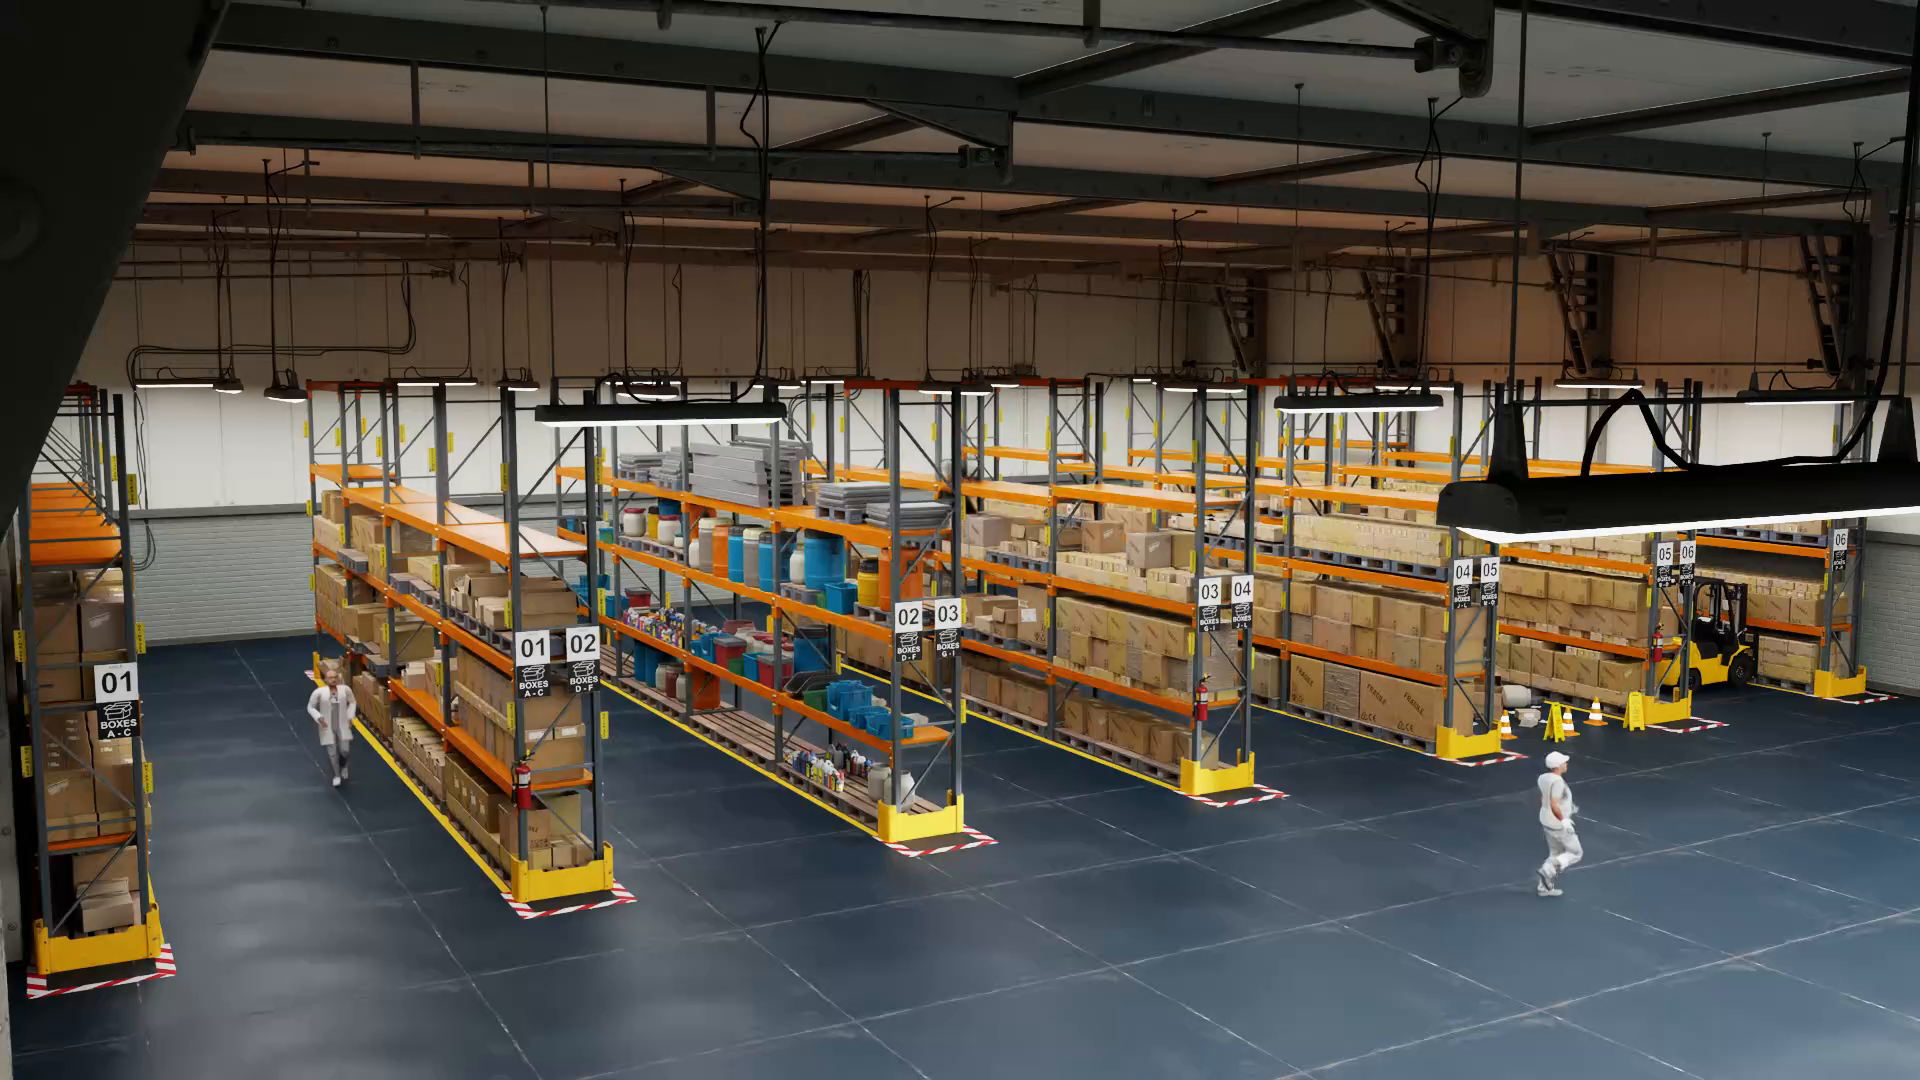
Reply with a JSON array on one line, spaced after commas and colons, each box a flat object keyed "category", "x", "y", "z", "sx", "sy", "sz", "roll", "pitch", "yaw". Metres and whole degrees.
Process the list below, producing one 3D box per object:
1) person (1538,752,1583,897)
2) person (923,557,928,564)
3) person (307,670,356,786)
[{"category": "person", "x": 7.110, "y": 3.369, "z": 19.724, "sx": 0.587, "sy": 1.739, "sz": 0.656, "roll": -1, "pitch": 6, "yaw": -8}, {"category": "person", "x": -1.007, "y": 1.175, "z": 40.499, "sx": 0.716, "sy": 1.689, "sz": 0.562, "roll": 3, "pitch": 7, "yaw": 28}, {"category": "person", "x": -9.395, "y": 2.815, "z": 24.935, "sx": 0.716, "sy": 1.743, "sz": 0.630, "roll": -3, "pitch": 7, "yaw": -27}]
